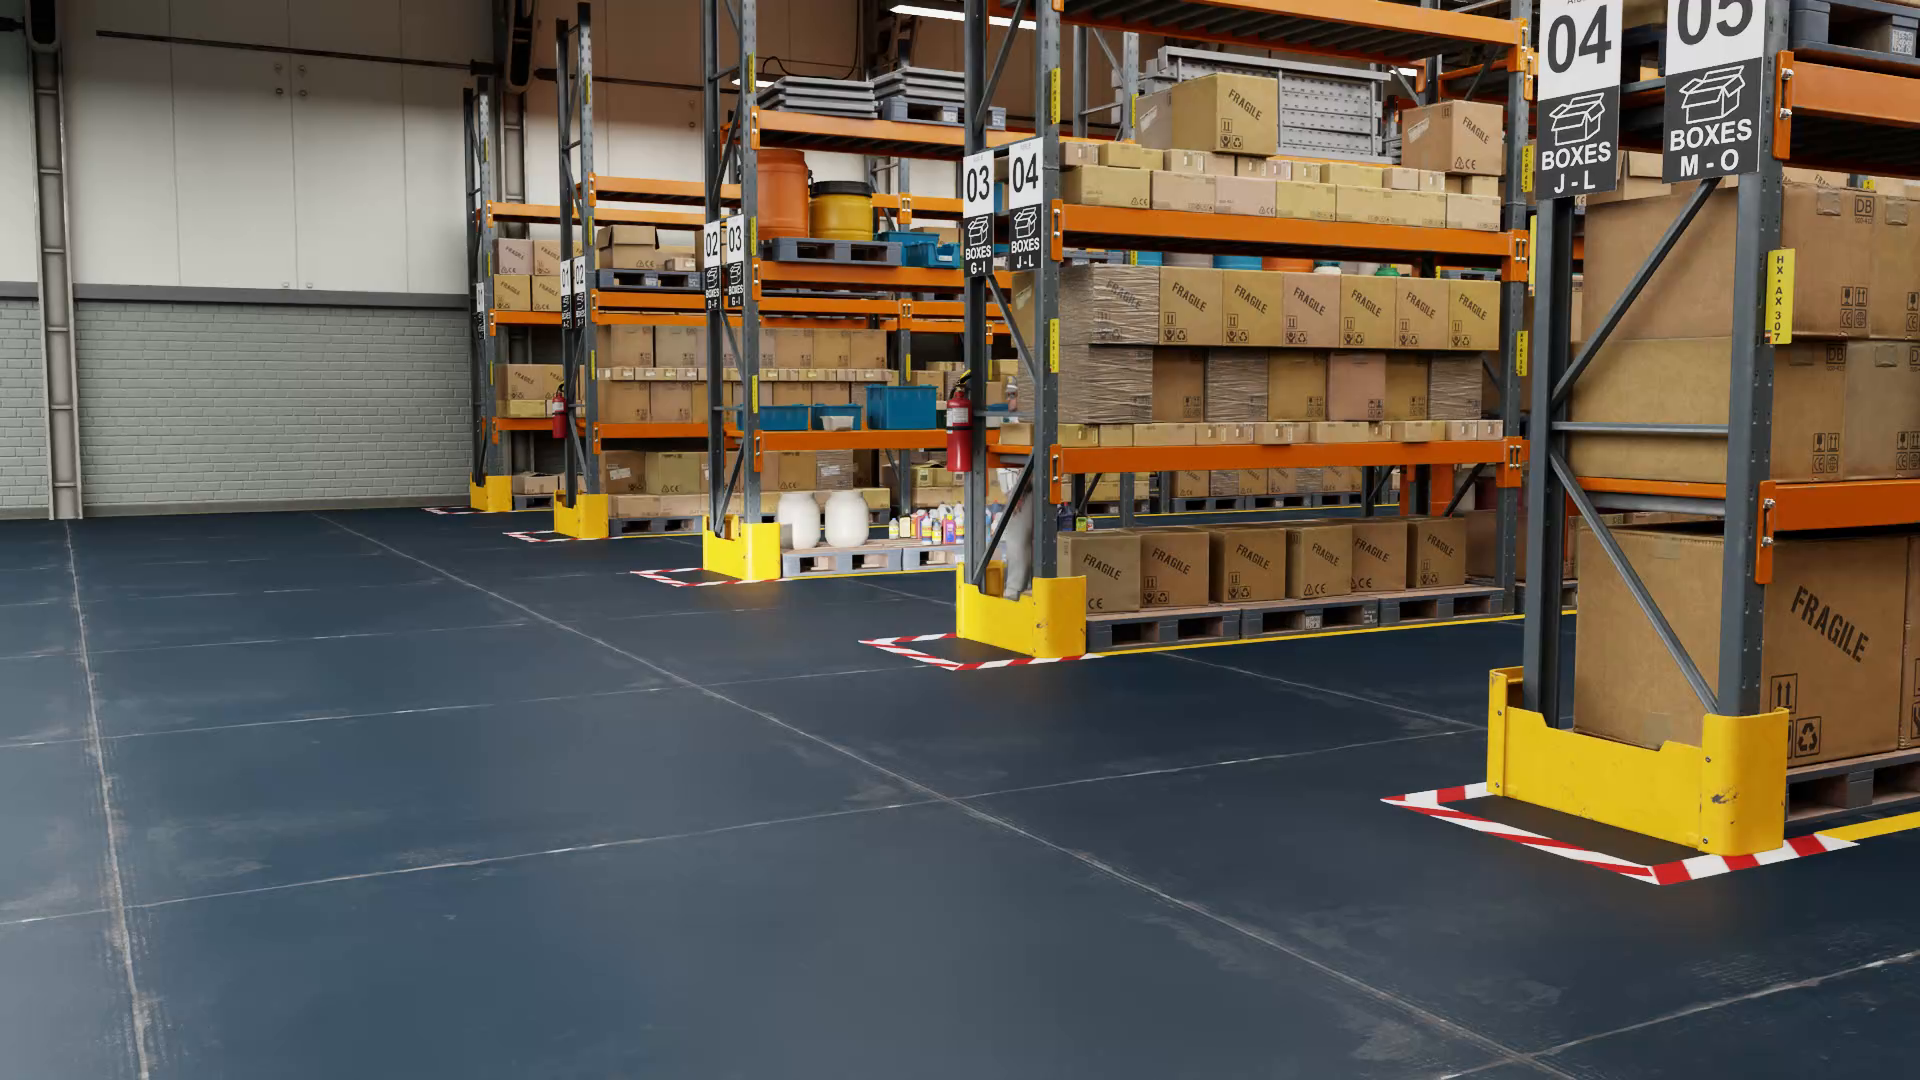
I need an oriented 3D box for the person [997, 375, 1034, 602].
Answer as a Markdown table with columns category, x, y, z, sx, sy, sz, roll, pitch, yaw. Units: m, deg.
| category | x | y | z | sx | sy | sz | roll | pitch | yaw |
| --- | --- | --- | --- | --- | --- | --- | --- | --- | --- |
| person | 0.432 | -0.345 | 12.501 | 0.498 | 1.770 | 0.556 | -1 | 5 | -7 |
